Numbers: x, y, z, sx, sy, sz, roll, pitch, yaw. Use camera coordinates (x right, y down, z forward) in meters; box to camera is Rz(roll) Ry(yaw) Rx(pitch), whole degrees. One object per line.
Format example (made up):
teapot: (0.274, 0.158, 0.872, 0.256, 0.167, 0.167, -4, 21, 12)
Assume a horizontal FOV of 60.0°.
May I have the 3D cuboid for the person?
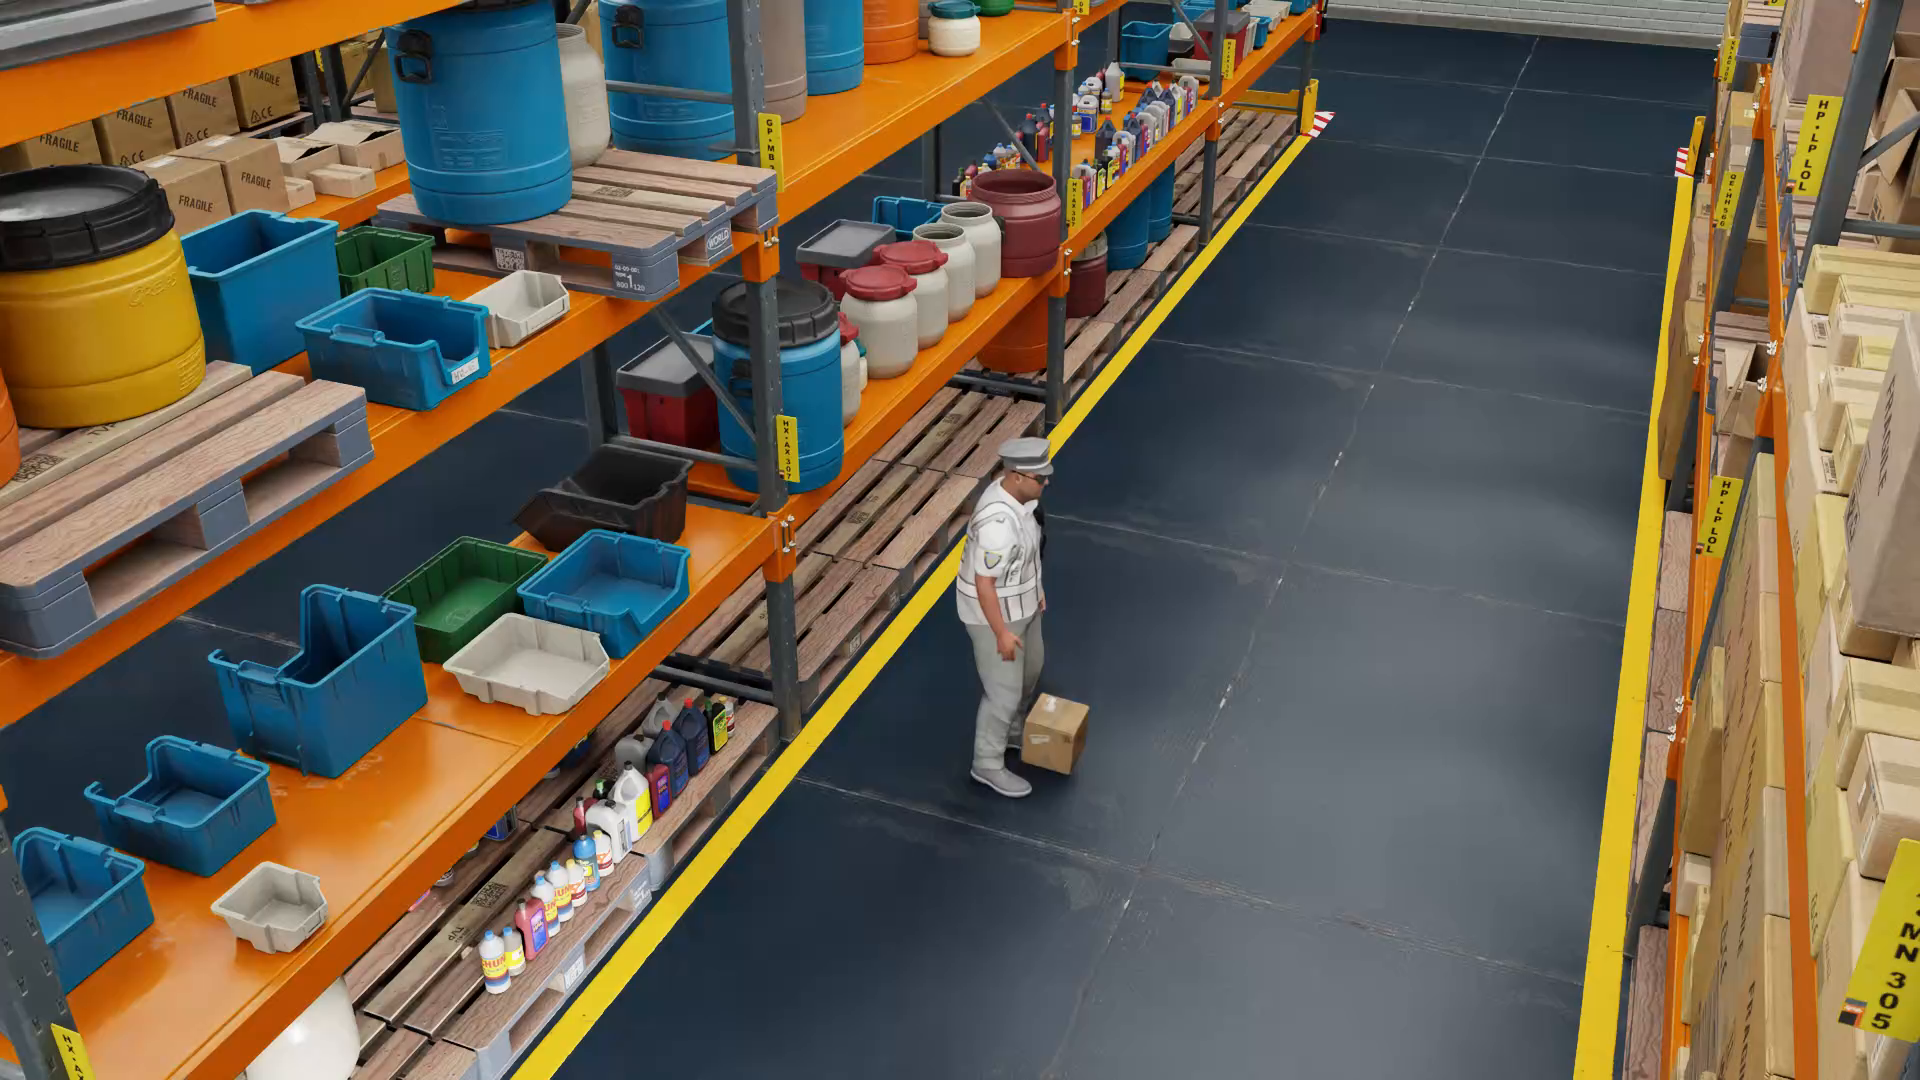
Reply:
person: (0.224, 0.321, 7.823, 0.445, 1.747, 0.601, 9, 31, 16)
